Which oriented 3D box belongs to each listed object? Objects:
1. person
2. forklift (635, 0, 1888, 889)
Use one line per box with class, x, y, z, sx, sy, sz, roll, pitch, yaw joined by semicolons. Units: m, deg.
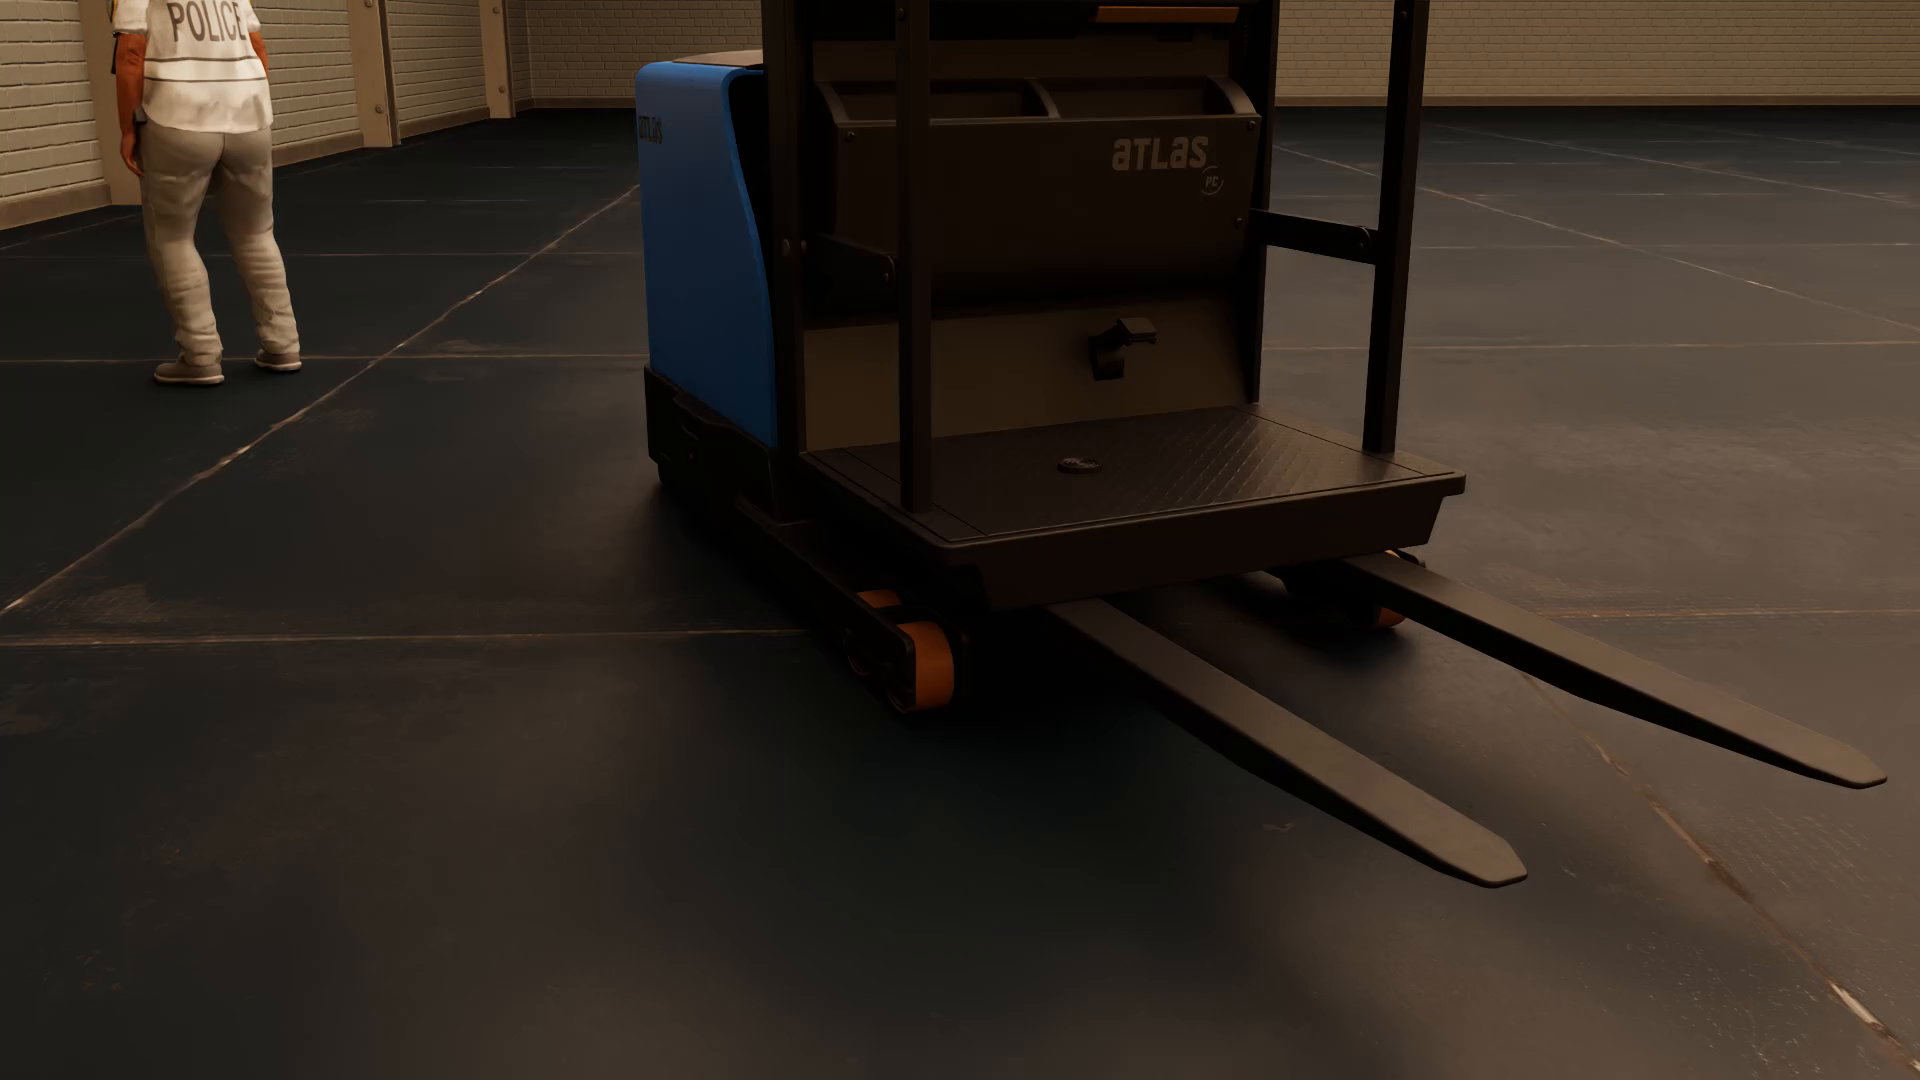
person;-2.534;-1.363;5.531;0.467;1.665;0.556;12;21;34
forklift;0.258;-1.240;2.962;1.130;2.935;3.031;-8;19;-24
